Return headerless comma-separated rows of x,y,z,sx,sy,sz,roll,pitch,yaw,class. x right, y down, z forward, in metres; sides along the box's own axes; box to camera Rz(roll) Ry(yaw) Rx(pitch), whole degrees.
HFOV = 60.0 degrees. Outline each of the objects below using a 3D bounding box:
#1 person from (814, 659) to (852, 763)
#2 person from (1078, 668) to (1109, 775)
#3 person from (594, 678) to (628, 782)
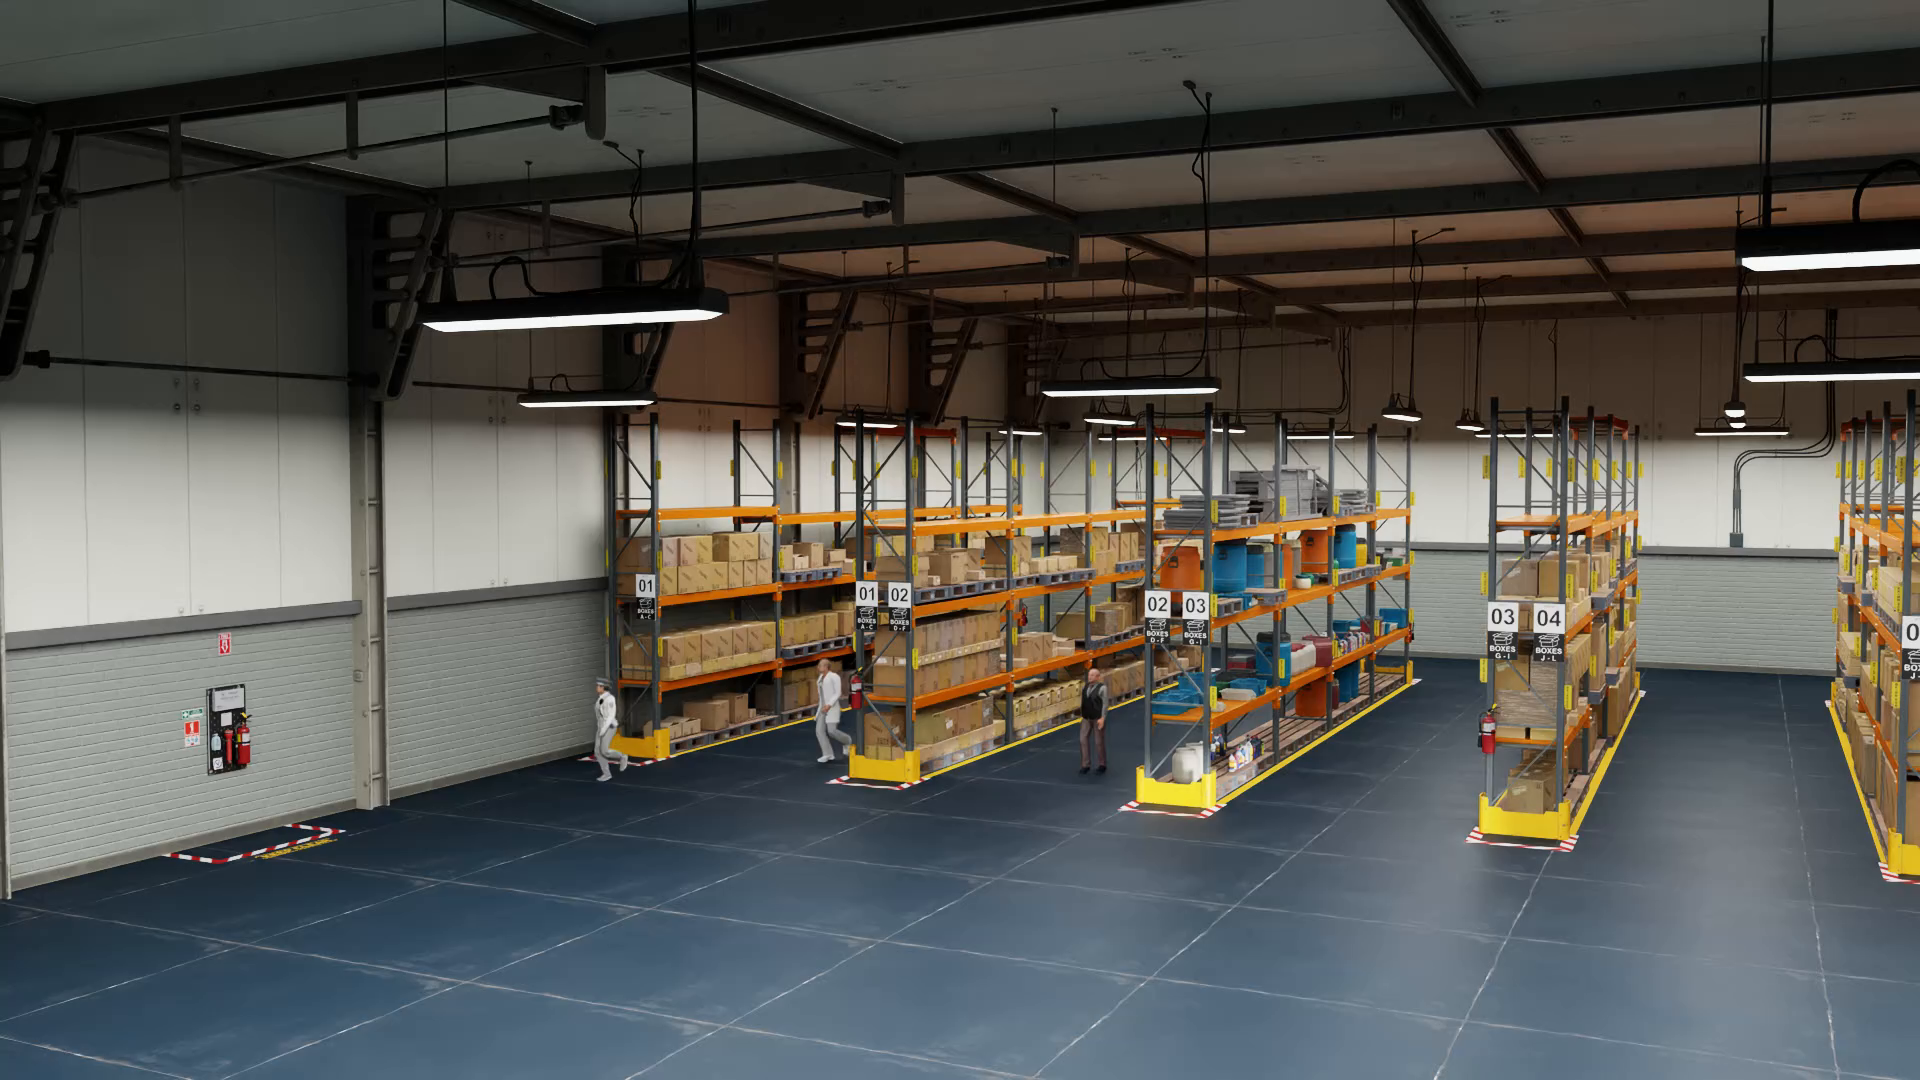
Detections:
-2.216,2.927,28.702,0.635,1.752,0.742,2,3,45,person
2.211,3.006,27.461,0.585,1.780,0.548,2,3,41,person
-5.670,3.055,26.934,0.570,1.648,0.548,-2,3,-36,person
